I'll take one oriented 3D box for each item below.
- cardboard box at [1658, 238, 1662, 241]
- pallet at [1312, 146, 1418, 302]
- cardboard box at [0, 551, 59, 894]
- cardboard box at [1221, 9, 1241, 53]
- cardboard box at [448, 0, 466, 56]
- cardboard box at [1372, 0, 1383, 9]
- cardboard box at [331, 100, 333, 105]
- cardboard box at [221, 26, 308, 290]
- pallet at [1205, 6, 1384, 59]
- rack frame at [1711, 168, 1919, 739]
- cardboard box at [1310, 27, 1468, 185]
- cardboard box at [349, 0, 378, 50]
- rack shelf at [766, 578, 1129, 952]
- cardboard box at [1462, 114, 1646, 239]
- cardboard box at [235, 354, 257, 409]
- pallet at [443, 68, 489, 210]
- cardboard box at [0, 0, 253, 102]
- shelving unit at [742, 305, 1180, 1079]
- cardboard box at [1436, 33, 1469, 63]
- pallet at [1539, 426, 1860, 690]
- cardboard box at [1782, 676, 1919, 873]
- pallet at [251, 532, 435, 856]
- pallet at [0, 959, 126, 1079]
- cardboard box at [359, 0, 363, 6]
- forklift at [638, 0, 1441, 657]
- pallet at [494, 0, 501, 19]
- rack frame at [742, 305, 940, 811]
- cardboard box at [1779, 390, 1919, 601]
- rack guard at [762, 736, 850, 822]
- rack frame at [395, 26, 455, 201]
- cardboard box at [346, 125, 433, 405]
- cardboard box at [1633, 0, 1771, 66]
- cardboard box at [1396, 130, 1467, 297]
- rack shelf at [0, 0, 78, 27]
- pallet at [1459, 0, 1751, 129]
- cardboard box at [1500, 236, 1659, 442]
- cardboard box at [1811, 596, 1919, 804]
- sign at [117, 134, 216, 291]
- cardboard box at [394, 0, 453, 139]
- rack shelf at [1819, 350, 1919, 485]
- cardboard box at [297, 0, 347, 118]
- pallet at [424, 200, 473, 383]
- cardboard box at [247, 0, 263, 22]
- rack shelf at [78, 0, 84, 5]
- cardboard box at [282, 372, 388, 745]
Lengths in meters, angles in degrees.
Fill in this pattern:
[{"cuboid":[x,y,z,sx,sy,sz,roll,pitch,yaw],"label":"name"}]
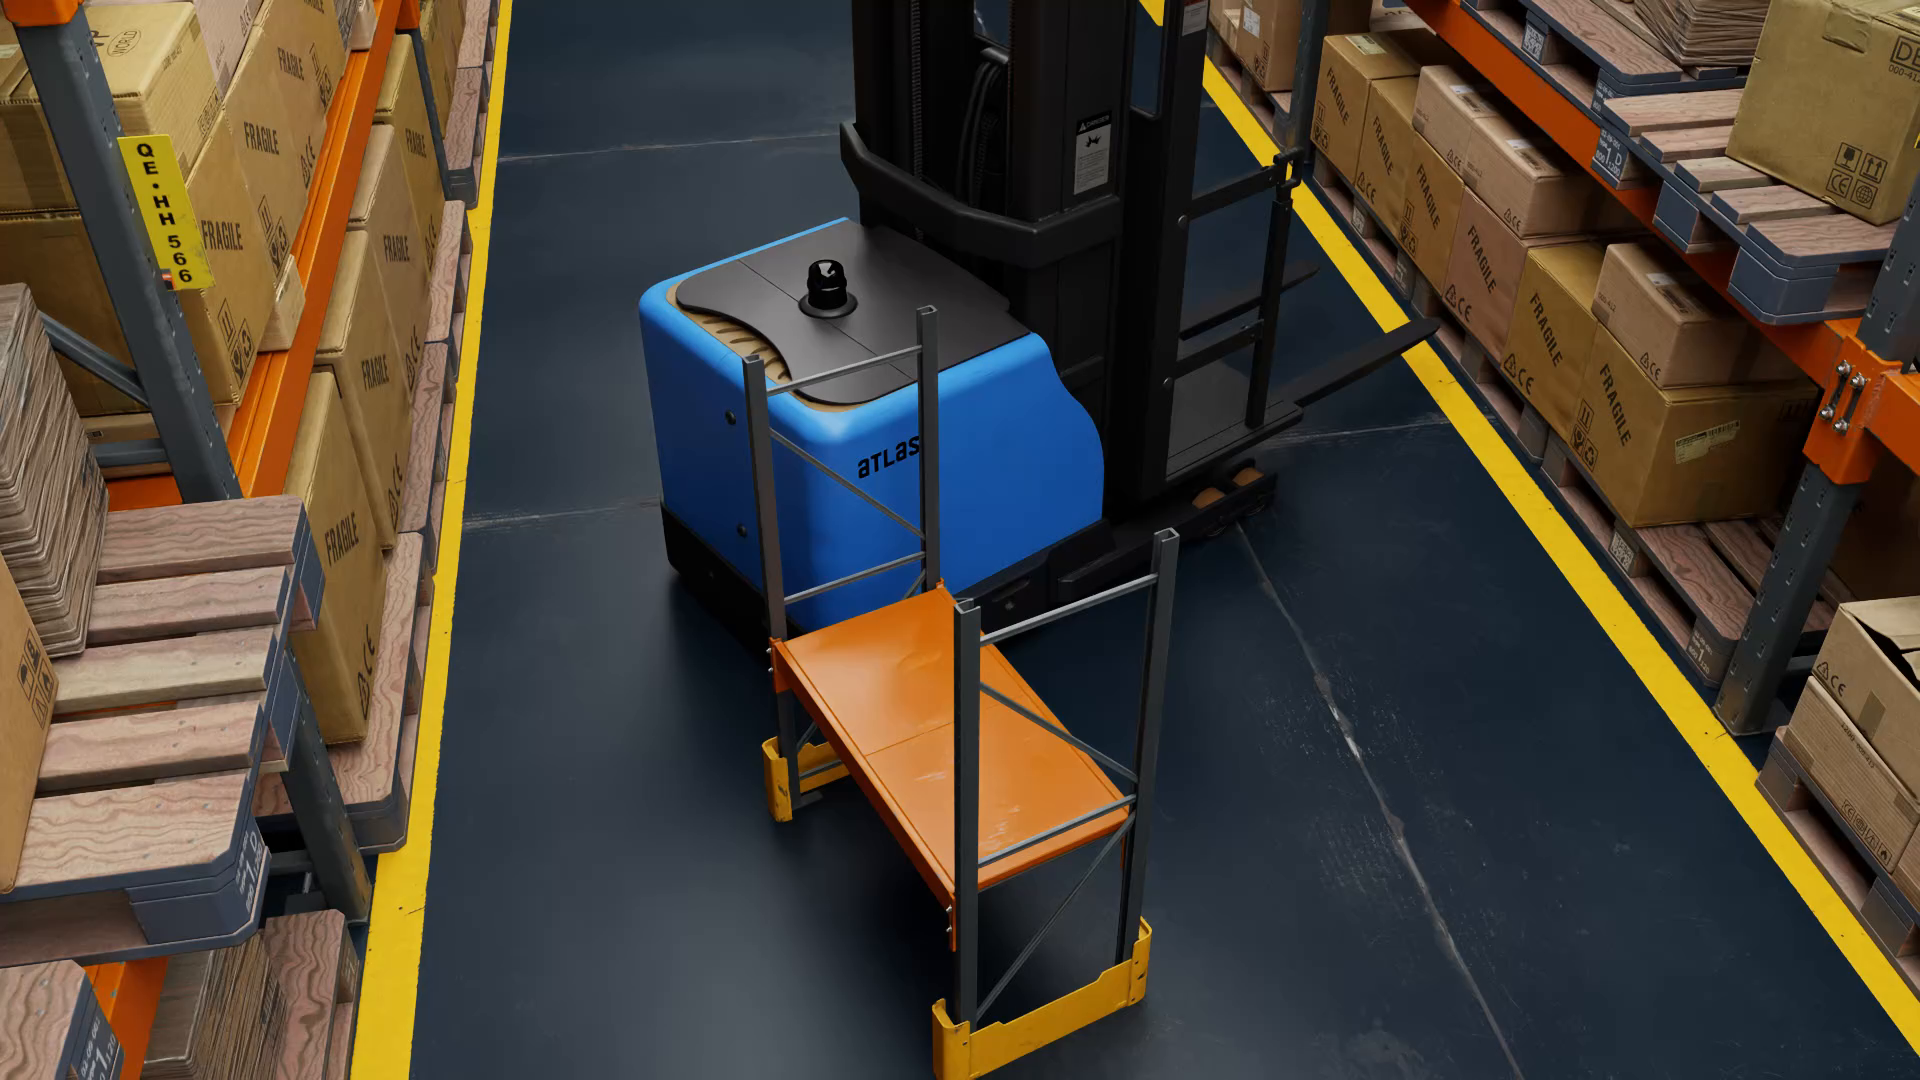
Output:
[{"cuboid":[2.817,-0.790,6.001,0.500,0.500,0.500,-7,38,-9],"label":"cardboard box"},{"cuboid":[2.275,-1.507,7.517,1.003,0.211,1.213,-6,38,-8],"label":"pallet"},{"cuboid":[-1.863,0.260,2.530,0.700,0.500,0.500,-10,39,-12],"label":"cardboard box"},{"cuboid":[1.591,-2.677,8.715,0.380,0.149,0.250,-6,38,-8],"label":"cardboard box"},{"cuboid":[-2.984,-2.815,8.624,0.700,0.500,0.500,-5,38,-7],"label":"cardboard box"},{"cuboid":[2.073,-2.948,9.051,0.380,0.166,0.250,-6,38,-8],"label":"cardboard box"},{"cuboid":[-2.264,-1.523,5.454,0.380,0.149,0.250,-7,38,-9],"label":"cardboard box"},{"cuboid":[-1.996,-0.947,4.184,0.500,0.500,0.500,-5,38,-6],"label":"cardboard box"},{"cuboid":[1.758,-3.147,9.629,1.003,0.211,1.213,-6,38,-8],"label":"pallet"},{"cuboid":[2.796,-0.679,4.179,1.000,3.000,0.127,-6,38,-8],"label":"rack frame"},{"cuboid":[1.940,-1.963,7.511,0.500,0.500,0.500,-8,39,-10],"label":"cardboard box"},{"cuboid":[-2.271,-1.830,5.850,0.380,0.149,0.250,-6,38,-8],"label":"cardboard box"},{"cuboid":[-0.033,0.518,4.154,0.538,0.185,1.000,-19,42,-23],"label":"rack shelf"},{"cuboid":[2.204,-1.352,6.114,0.500,0.250,0.500,-7,38,-9],"label":"cardboard box"},{"cuboid":[-1.945,-0.430,4.046,0.380,0.149,0.250,-6,38,-7],"label":"cardboard box"},{"cuboid":[-2.838,-1.926,8.058,1.003,0.211,1.213,-6,38,-8],"label":"pallet"},{"cuboid":[-2.001,-1.231,3.939,0.500,0.250,0.500,-7,38,-9],"label":"cardboard box"},{"cuboid":[-0.038,0.371,4.049,0.587,1.500,1.083,-19,42,-23],"label":"shelving unit"},{"cuboid":[2.464,-2.014,7.577,0.500,0.500,0.500,-6,38,-8],"label":"cardboard box"},{"cuboid":[2.703,-0.033,5.620,1.003,0.211,1.213,-6,38,-8],"label":"pallet"},{"cuboid":[2.599,0.589,4.446,0.500,0.250,0.500,-6,38,-8],"label":"cardboard box"},{"cuboid":[-2.144,0.473,4.969,1.003,0.211,1.213,-6,38,-8],"label":"pallet"},{"cuboid":[-1.693,1.123,2.016,1.003,0.211,1.213,-6,38,-8],"label":"pallet"},{"cuboid":[-2.353,-2.166,5.753,0.500,0.500,0.500,-6,38,-8],"label":"cardboard box"},{"cuboid":[0.486,-1.398,5.160,3.031,2.935,1.130,-26,45,-30],"label":"forklift"},{"cuboid":[-3.265,-3.400,9.955,1.003,0.211,1.213,-6,38,-8],"label":"pallet"},{"cuboid":[-0.280,0.103,4.394,0.500,1.500,0.032,-19,42,-23],"label":"rack frame"},{"cuboid":[2.998,-0.171,5.204,0.500,0.500,0.500,-5,38,-6],"label":"cardboard box"},{"cuboid":[-0.279,0.598,4.777,0.587,0.250,0.087,-19,42,-23],"label":"rack guard"},{"cuboid":[-2.781,-2.560,6.600,1.000,3.000,0.127,-6,38,-8],"label":"rack frame"},{"cuboid":[-2.381,-0.962,5.953,0.750,0.750,0.750,-5,38,-7],"label":"cardboard box"},{"cuboid":[2.602,-1.826,5.231,0.700,0.500,0.500,0,38,1],"label":"cardboard box"},{"cuboid":[2.125,-1.340,6.708,0.500,0.500,0.500,-6,38,-7],"label":"cardboard box"},{"cuboid":[-1.729,0.164,1.236,1.077,0.370,4.000,-6,38,-8],"label":"rack shelf"},{"cuboid":[2.451,-1.777,5.749,1.003,0.211,1.213,-6,38,-8],"label":"pallet"},{"cuboid":[2.311,-0.718,5.908,0.500,0.500,0.500,-8,38,-10],"label":"cardboard box"},{"cuboid":[2.599,0.367,4.274,0.500,0.311,0.500,-5,38,-6],"label":"cardboard box"},{"cuboid":[-1.548,-0.634,3.242,0.100,0.325,0.005,-6,38,-8],"label":"sign"},{"cuboid":[-2.812,-2.201,7.834,0.700,0.500,0.500,-6,38,-7],"label":"cardboard box"},{"cuboid":[3.147,0.813,2.845,1.077,0.370,4.000,-6,38,-8],"label":"rack shelf"},{"cuboid":[-2.181,-1.561,4.973,0.500,0.500,0.500,-5,38,-7],"label":"cardboard box"},{"cuboid":[-2.572,-1.001,6.866,1.003,0.211,1.213,-6,38,-8],"label":"pallet"},{"cuboid":[-2.092,-1.533,4.327,0.500,0.250,0.500,-6,38,-8],"label":"cardboard box"},{"cuboid":[-2.431,-2.252,4.346,1.077,0.370,4.000,-6,38,-8],"label":"rack shelf"},{"cuboid":[-2.080,0.081,4.611,0.750,0.750,0.750,-7,38,-9],"label":"cardboard box"}]
